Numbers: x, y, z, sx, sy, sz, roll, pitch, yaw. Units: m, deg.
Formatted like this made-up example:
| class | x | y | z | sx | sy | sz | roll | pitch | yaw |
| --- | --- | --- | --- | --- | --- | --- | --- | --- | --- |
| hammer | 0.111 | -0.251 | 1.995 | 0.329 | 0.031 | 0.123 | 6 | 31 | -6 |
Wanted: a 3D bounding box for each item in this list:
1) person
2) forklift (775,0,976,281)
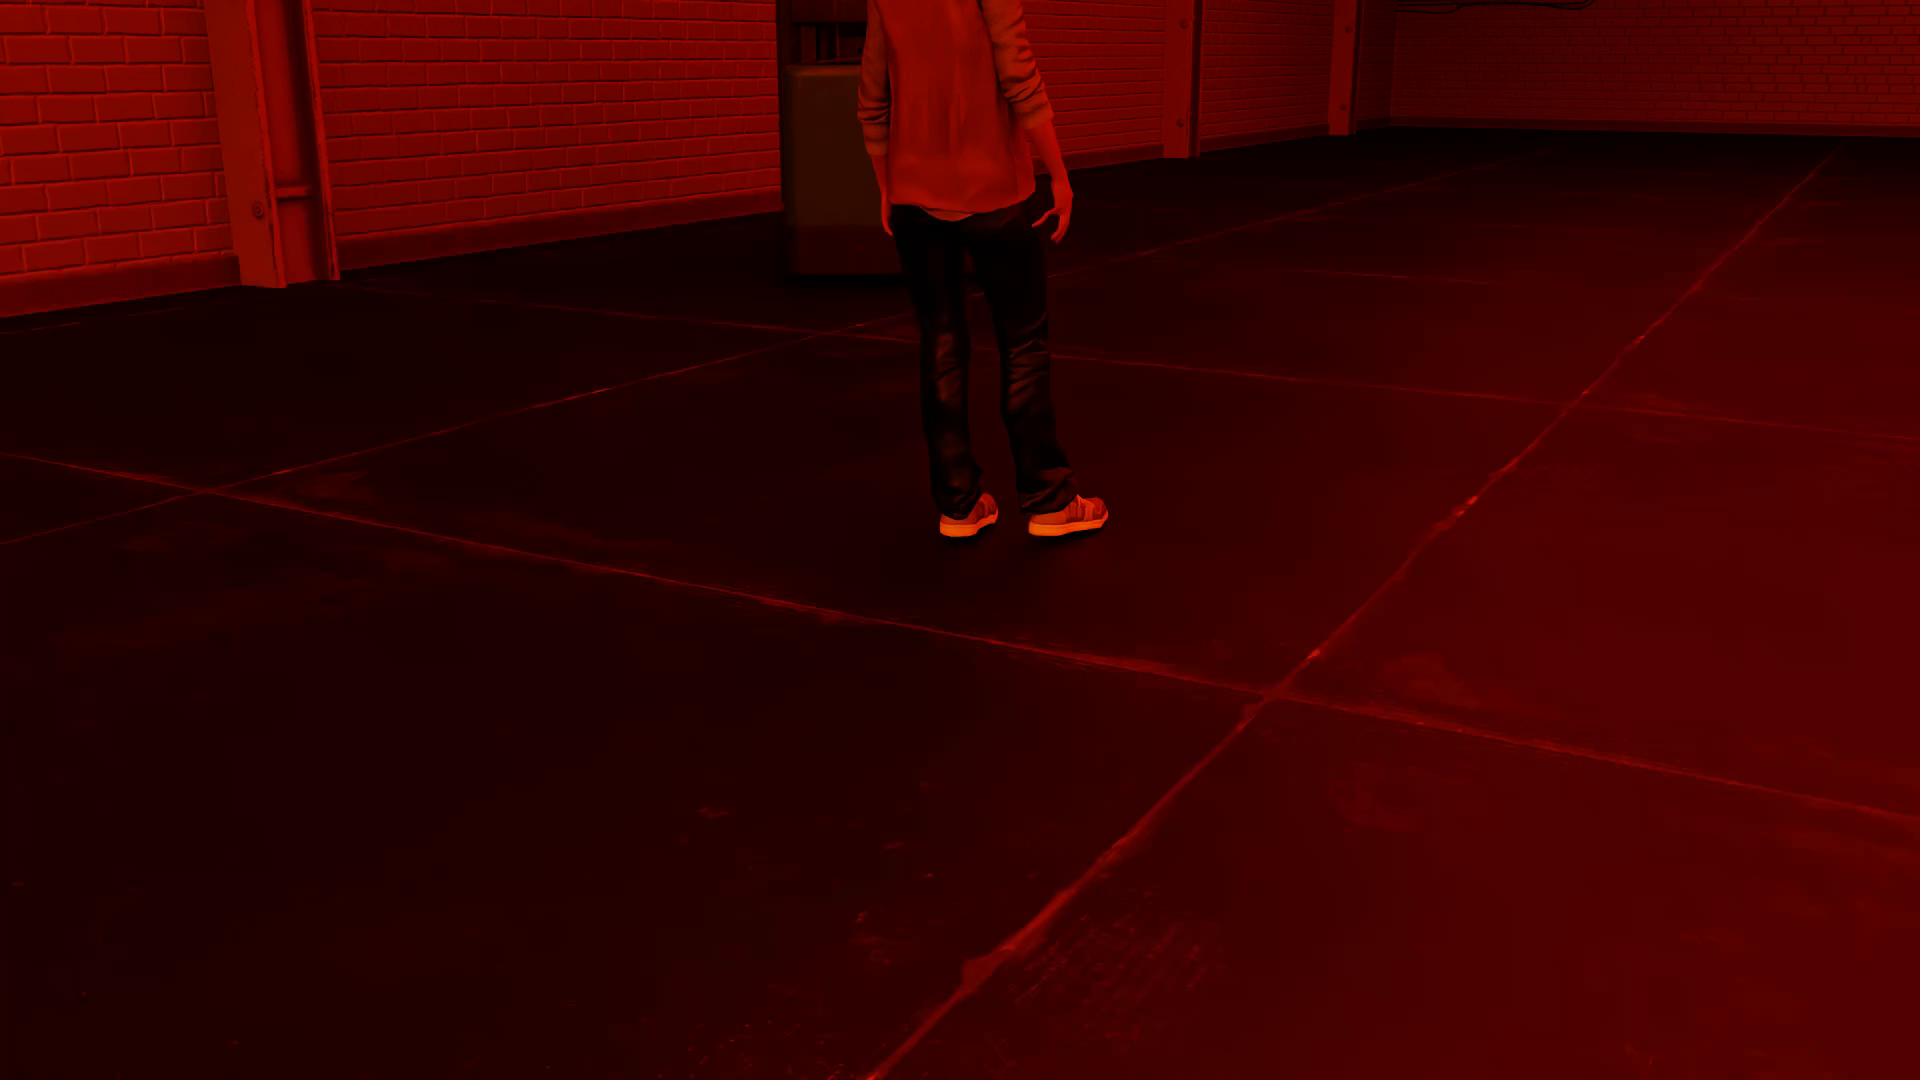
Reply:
| class | x | y | z | sx | sy | sz | roll | pitch | yaw |
| --- | --- | --- | --- | --- | --- | --- | --- | --- | --- |
| person | 0.049 | -0.789 | 3.867 | 0.520 | 1.597 | 0.476 | 9 | 19 | 28 |
| forklift | -0.493 | -3.090 | 9.346 | 1.130 | 2.935 | 3.031 | -2 | 16 | -5 |
